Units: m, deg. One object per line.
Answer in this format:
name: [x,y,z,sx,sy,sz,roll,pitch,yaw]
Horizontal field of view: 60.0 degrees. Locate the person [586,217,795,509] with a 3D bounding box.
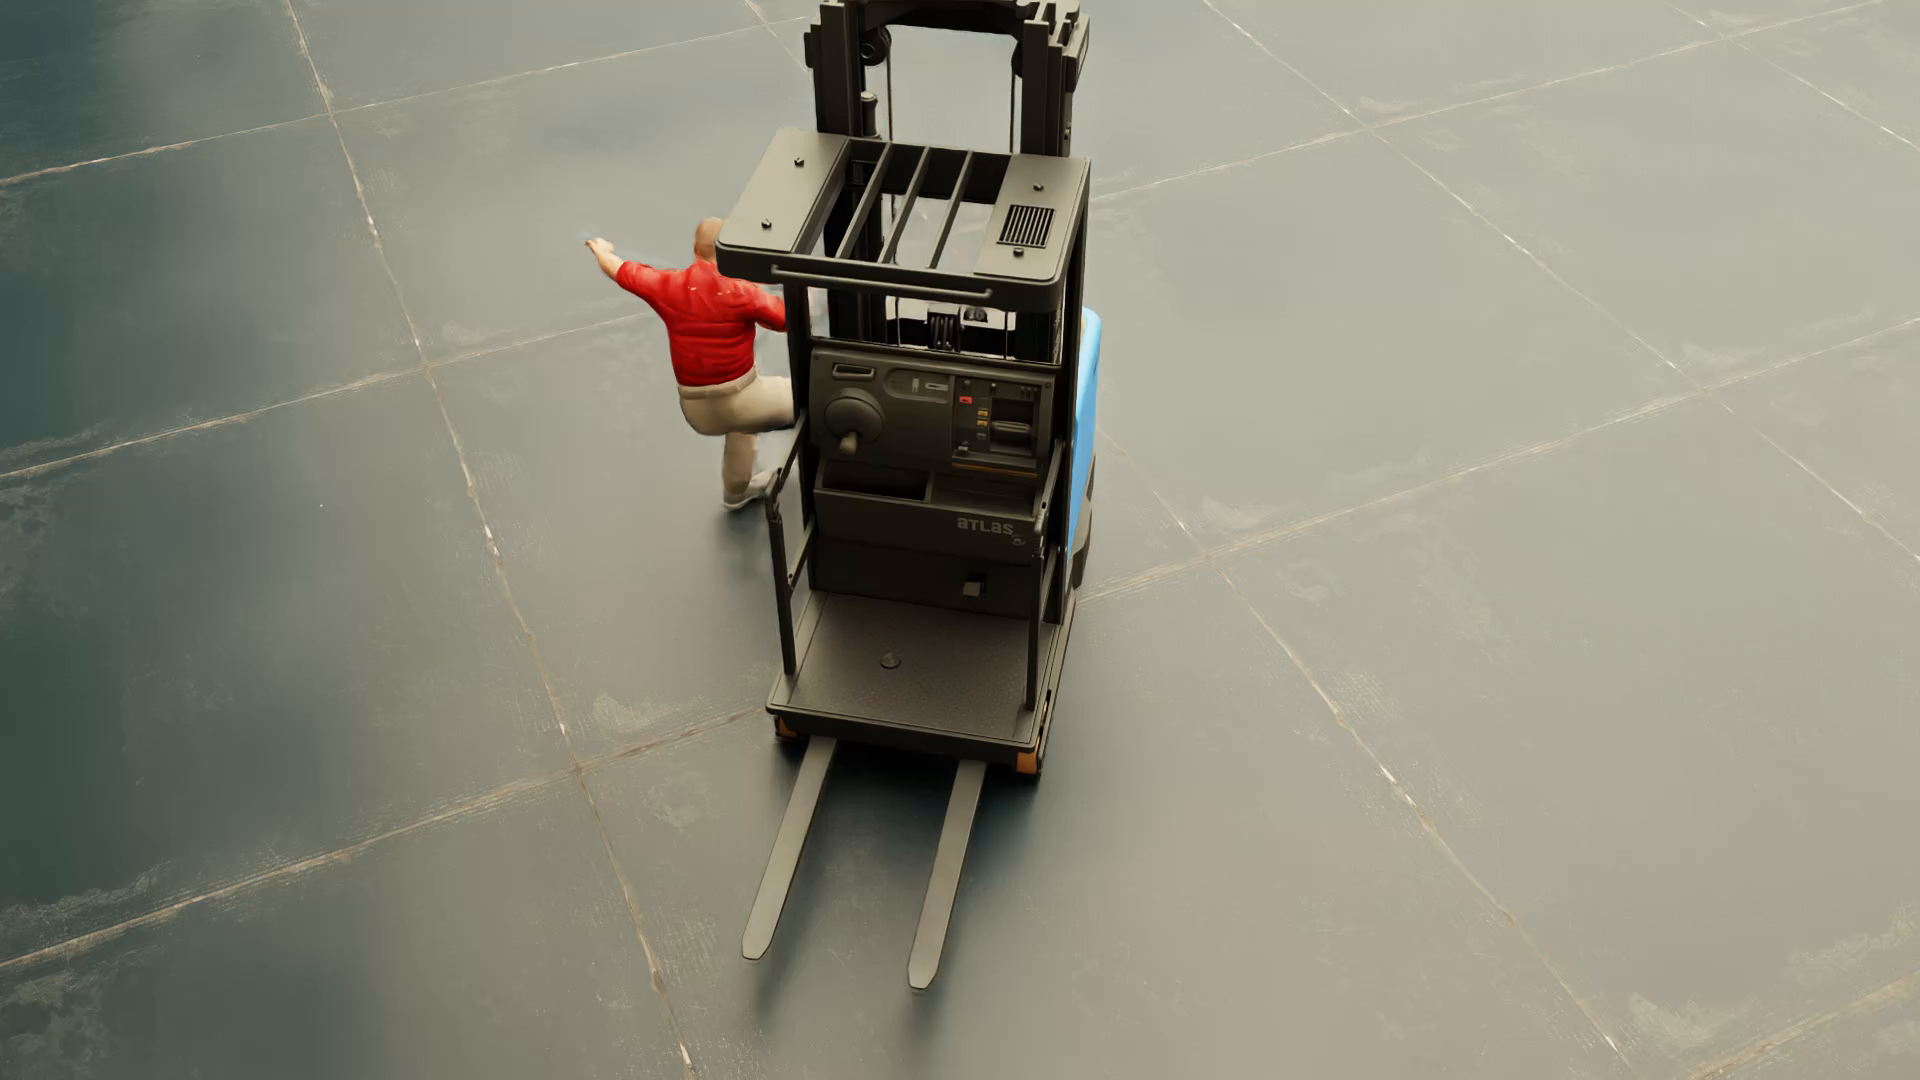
person: [-1.002,-0.832,7.655,1.567,1.469,0.791,6,43,7]

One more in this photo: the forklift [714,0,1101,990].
forklift: [-0.152,-0.393,6.102,1.130,2.935,3.031,8,44,8]
